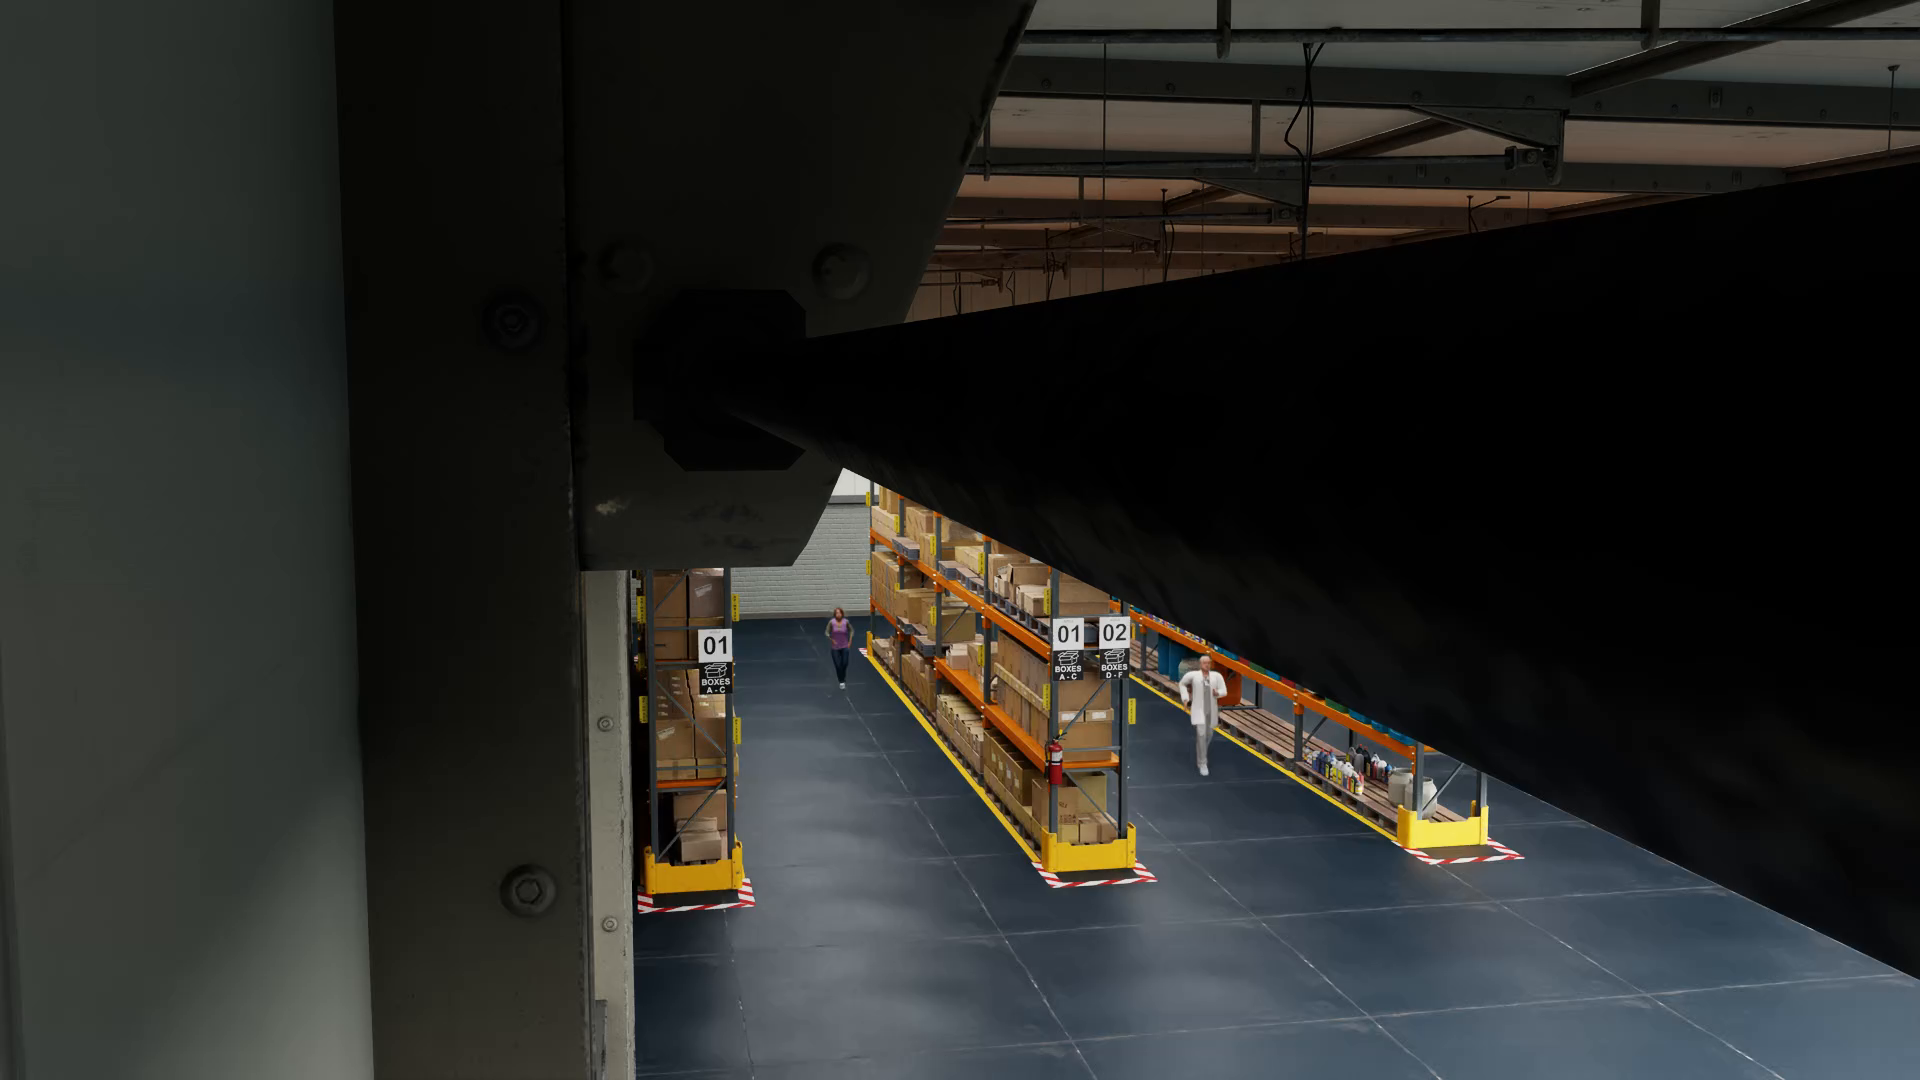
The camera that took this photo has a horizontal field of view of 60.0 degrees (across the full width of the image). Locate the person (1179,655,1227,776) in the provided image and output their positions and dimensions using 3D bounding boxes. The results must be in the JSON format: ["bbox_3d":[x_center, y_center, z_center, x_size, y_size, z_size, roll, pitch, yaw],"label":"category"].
[{"bbox_3d":[3.827,2.704,26.072,0.684,1.806,0.926,-1,6,-9],"label":"person"}]

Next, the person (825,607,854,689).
[{"bbox_3d":[-2.253,2.031,31.148,0.544,1.548,0.498,-1,6,-6],"label":"person"}]
